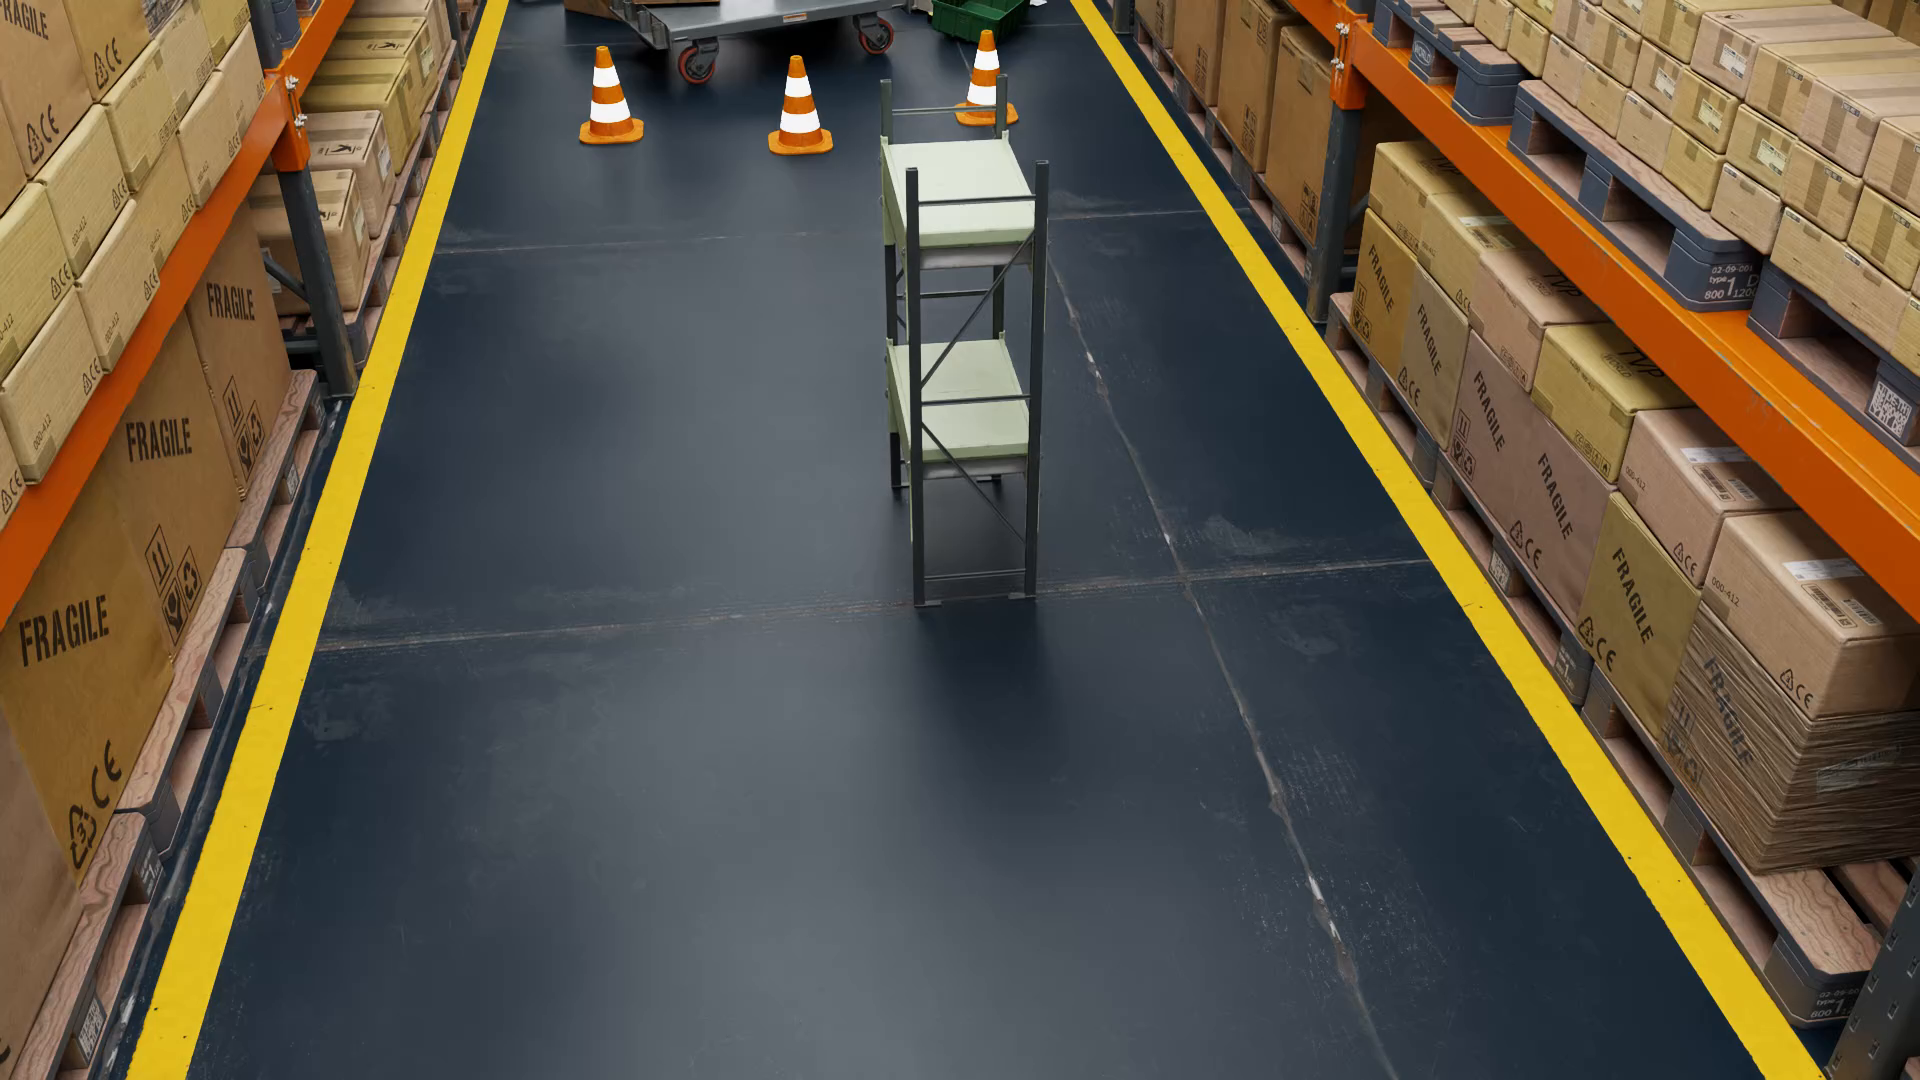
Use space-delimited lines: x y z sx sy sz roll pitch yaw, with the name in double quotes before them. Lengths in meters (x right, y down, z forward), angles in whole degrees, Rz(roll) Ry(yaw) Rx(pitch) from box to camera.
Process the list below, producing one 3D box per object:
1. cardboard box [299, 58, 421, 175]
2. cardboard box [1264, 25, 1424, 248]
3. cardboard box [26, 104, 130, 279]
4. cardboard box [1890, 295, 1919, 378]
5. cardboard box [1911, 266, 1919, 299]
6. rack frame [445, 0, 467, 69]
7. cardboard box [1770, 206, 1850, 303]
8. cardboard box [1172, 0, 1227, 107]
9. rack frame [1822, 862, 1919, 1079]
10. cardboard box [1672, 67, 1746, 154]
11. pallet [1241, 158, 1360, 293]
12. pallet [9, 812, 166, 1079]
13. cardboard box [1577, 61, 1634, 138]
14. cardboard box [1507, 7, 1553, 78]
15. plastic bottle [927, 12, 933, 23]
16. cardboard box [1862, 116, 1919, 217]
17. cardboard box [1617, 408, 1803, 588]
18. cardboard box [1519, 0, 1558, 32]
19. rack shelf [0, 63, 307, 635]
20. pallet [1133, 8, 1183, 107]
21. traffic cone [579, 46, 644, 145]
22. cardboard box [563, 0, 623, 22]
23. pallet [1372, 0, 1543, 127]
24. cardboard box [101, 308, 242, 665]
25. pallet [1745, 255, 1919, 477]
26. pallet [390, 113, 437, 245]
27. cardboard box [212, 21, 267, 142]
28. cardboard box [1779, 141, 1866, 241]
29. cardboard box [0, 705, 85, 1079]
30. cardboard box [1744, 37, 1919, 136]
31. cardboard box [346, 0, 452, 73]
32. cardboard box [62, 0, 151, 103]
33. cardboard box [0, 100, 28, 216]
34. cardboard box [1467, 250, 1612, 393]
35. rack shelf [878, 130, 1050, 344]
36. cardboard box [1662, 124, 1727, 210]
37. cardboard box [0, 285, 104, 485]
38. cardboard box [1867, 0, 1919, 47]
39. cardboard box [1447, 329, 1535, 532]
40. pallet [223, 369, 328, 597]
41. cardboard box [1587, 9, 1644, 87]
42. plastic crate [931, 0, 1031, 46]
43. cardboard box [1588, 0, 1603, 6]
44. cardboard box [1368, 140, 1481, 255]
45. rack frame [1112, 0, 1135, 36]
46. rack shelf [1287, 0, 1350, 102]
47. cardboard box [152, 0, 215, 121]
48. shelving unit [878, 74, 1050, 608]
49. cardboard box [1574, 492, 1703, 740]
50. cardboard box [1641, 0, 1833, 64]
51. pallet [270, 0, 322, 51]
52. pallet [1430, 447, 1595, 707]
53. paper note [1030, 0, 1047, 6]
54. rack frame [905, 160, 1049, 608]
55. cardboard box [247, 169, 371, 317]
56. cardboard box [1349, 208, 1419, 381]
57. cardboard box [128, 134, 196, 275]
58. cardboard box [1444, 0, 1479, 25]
"cardboard box" -3.165 -2.031 8.028 0.950 0.372 0.625 -3 34 -5
"cardboard box" 2.004 -1.815 7.374 1.050 0.750 0.750 -5 35 -7
"cardboard box" -2.346 -0.827 3.989 0.500 0.250 0.500 -5 35 -8
"cardboard box" 2.249 -0.413 3.543 0.380 0.149 0.250 -4 34 -6
"cardboard box" 2.248 -0.539 3.463 0.380 0.149 0.250 -4 34 -6
"rack frame" -3.433 -4.025 8.993 1.000 3.000 0.127 -4 35 -6
"cardboard box" 2.184 -0.692 3.953 0.380 0.149 0.250 -6 35 -9
"cardboard box" 1.757 -2.822 8.852 1.050 0.750 0.750 -4 35 -6
"rack frame" 2.534 0.008 3.075 1.000 3.000 0.127 -4 35 -6
"cardboard box" 2.104 -1.127 4.326 0.380 0.149 0.250 -4 35 -6
"pallet" 1.965 -1.517 7.789 1.003 0.211 1.213 -4 35 -6
"pallet" -2.536 1.167 3.850 1.003 0.211 1.213 -4 35 -6
"cardboard box" 2.037 -1.289 4.828 0.380 0.149 0.250 -4 34 -6
"cardboard box" 1.967 -1.578 5.252 0.380 0.149 0.250 -3 34 -4
"plastic bottle" -0.074 -3.282 10.511 0.133 0.061 0.283 -24 41 -30
"cardboard box" 2.217 -0.811 3.598 0.380 0.149 0.250 -5 35 -8
"cardboard box" 2.128 -0.127 4.453 0.500 0.250 0.500 -3 34 -4
"cardboard box" 1.974 -1.691 5.154 0.380 0.149 0.250 -4 35 -6
"rack shelf" -2.626 -0.379 4.282 1.077 0.370 4.000 -4 35 -6
"pallet" 1.637 -2.879 9.787 1.003 0.211 1.213 -4 35 -6
"traffic cone" -1.879 -2.391 8.847 0.336 0.463 0.334 -4 35 -6
"cardboard box" -2.229 -3.694 10.724 0.500 0.500 0.500 20 39 26
"pallet" 2.198 -1.755 5.832 1.213 0.211 1.003 -4 35 -6
"cardboard box" -2.769 -0.199 4.892 0.875 0.875 0.875 -4 34 -6
"pallet" 2.576 -0.350 3.771 1.003 0.211 1.213 -4 35 -6
"pallet" -3.160 -1.756 8.139 1.003 0.211 1.213 -4 35 -6
"cardboard box" -2.570 -1.468 5.374 0.500 0.250 0.500 -6 35 -8
"cardboard box" 2.177 -0.830 3.890 0.380 0.149 0.250 -5 35 -8
"cardboard box" -2.520 0.804 3.421 0.875 0.875 0.875 -3 34 -5
"cardboard box" 2.152 -1.095 4.015 0.380 0.149 0.250 -5 35 -8
"cardboard box" -3.360 -2.820 9.185 0.950 0.372 0.625 -4 34 -6
"cardboard box" -2.429 -1.415 4.187 0.500 0.500 0.500 -4 35 -6
"cardboard box" -2.292 -0.844 3.349 0.500 0.500 0.500 -5 35 -8
"cardboard box" 1.971 -0.711 5.311 0.500 0.250 0.500 -4 34 -6
"rack shelf" -0.001 -0.946 5.113 0.431 0.370 0.720 -4 35 -6
"cardboard box" 2.106 -0.995 4.397 0.380 0.149 0.250 -3 34 -4
"cardboard box" -2.279 -0.340 3.719 0.500 0.250 0.500 -5 35 -7
"cardboard box" 2.722 -1.434 4.512 0.380 0.149 0.250 -3 34 -5
"cardboard box" 1.983 -0.384 5.497 0.500 0.500 0.500 -5 35 -8
"pallet" -2.864 -0.195 5.848 1.003 0.211 1.213 -4 35 -6
"cardboard box" 2.037 -1.413 4.746 0.380 0.149 0.250 -5 35 -7
"plastic crate" 0.137 -3.316 10.398 0.450 0.188 0.662 21 39 12
"cardboard box" 2.007 -1.681 4.876 0.380 0.149 0.250 -3 34 -4
"cardboard box" 1.849 -1.271 6.133 0.500 0.250 0.500 -6 35 -9
"rack frame" 1.458 -4.456 9.625 1.000 3.000 0.127 -4 35 -6
"rack shelf" 1.727 -3.043 8.190 1.077 0.370 4.000 -4 35 -6
"cardboard box" -2.506 -1.401 4.831 0.500 0.250 0.500 -5 35 -8
"shelving unit" -0.001 -0.623 5.333 0.431 1.500 0.755 -4 35 -6
"cardboard box" 2.116 0.187 4.658 0.500 0.500 0.500 -5 35 -8
"cardboard box" 2.075 -1.394 4.454 0.380 0.149 0.250 -5 35 -7
"pallet" -3.097 -2.103 6.343 1.213 0.211 1.003 -4 35 -6
"pallet" 2.261 0.044 5.498 1.003 0.211 1.213 -4 35 -6
"paper note" 0.471 -3.536 10.911 0.142 0.020 0.147 27 43 34
"rack frame" 0.048 -0.419 5.033 0.400 1.500 0.023 -4 35 -6
"cardboard box" -2.961 -1.197 6.803 0.950 0.372 0.625 -7 35 -10
"cardboard box" 1.839 -0.951 6.328 0.500 0.500 0.500 -6 35 -8
"cardboard box" -2.434 -0.902 4.543 0.500 0.250 0.500 -5 35 -7
"cardboard box" 1.892 -1.879 5.694 0.380 0.149 0.250 -3 34 -4
